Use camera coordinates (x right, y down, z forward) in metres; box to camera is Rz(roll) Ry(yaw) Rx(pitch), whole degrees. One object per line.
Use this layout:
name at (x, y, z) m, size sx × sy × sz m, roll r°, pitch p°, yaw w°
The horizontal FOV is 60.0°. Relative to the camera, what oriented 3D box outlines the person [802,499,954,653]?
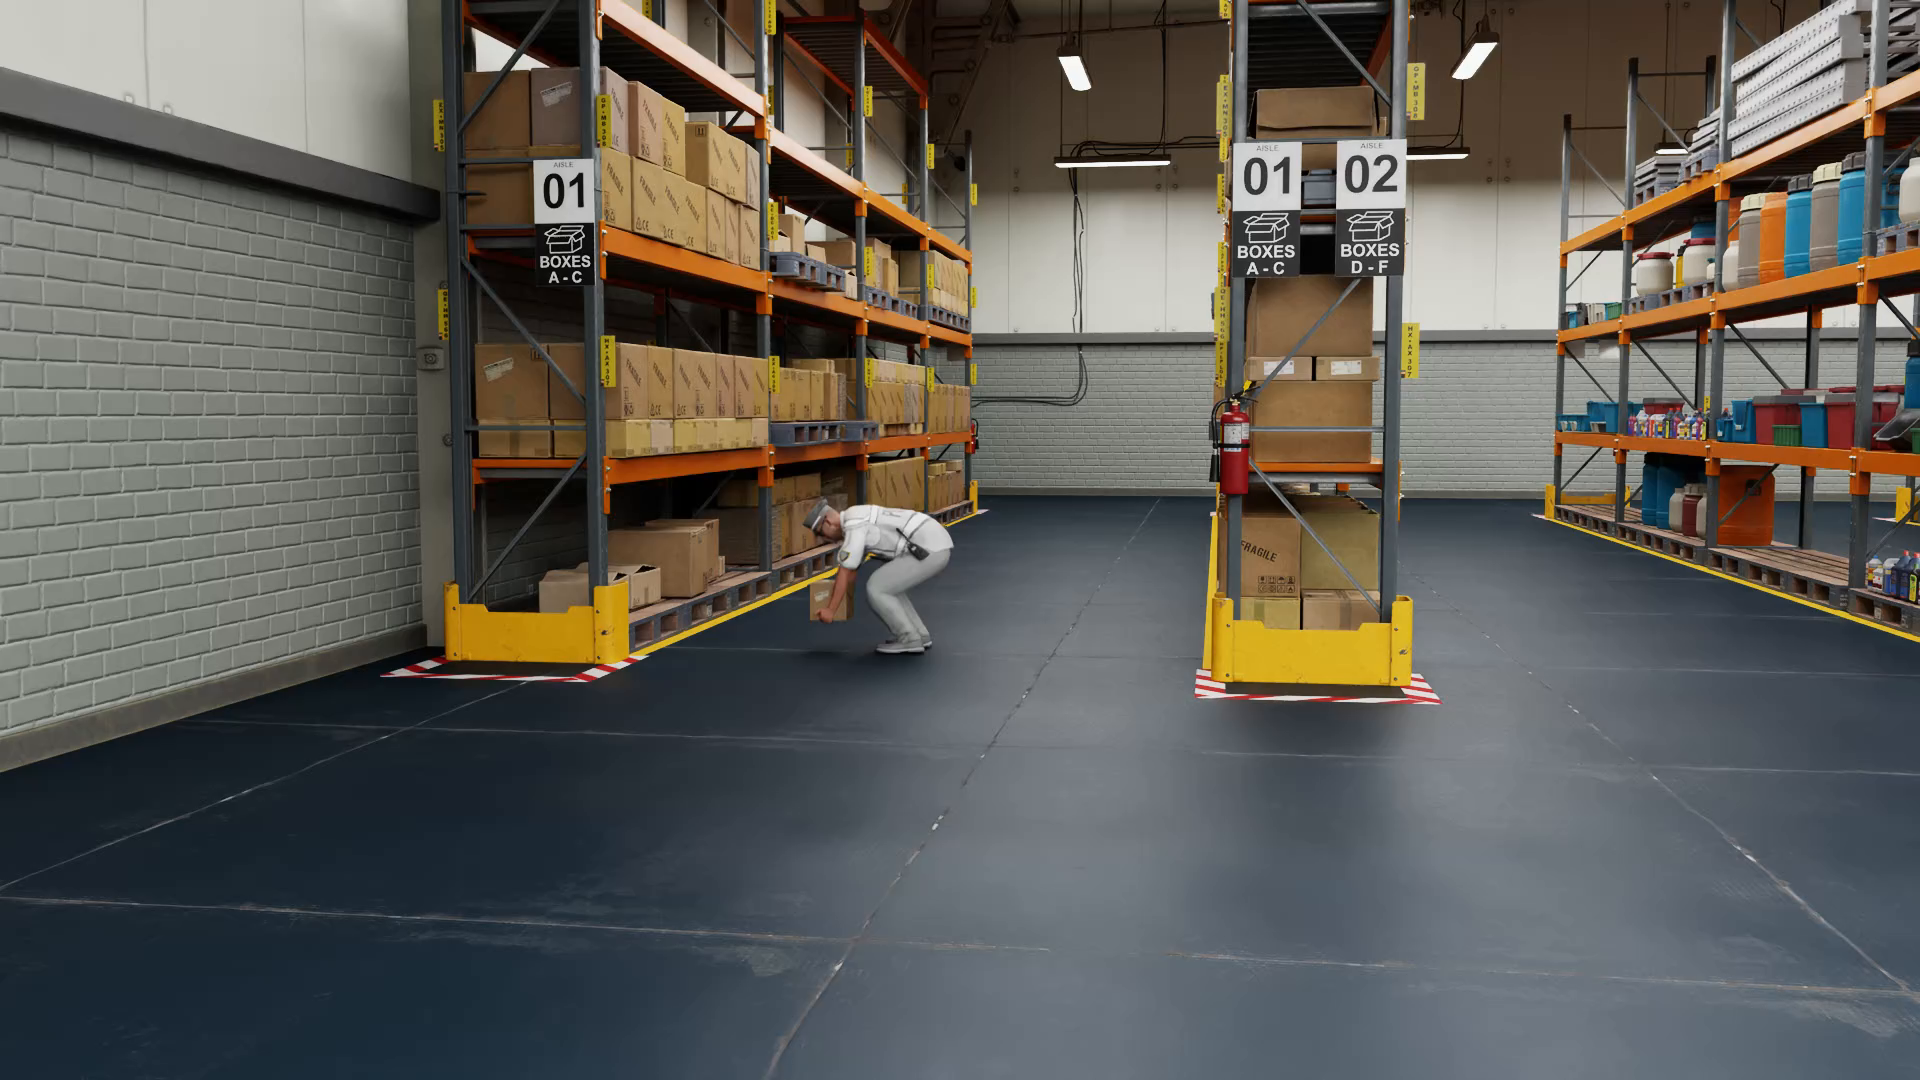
person at (-0.558, 0.239, 11.242) m, size 1.024 × 1.024 × 0.544 m, roll 0°, pitch 4°, yaw 6°
